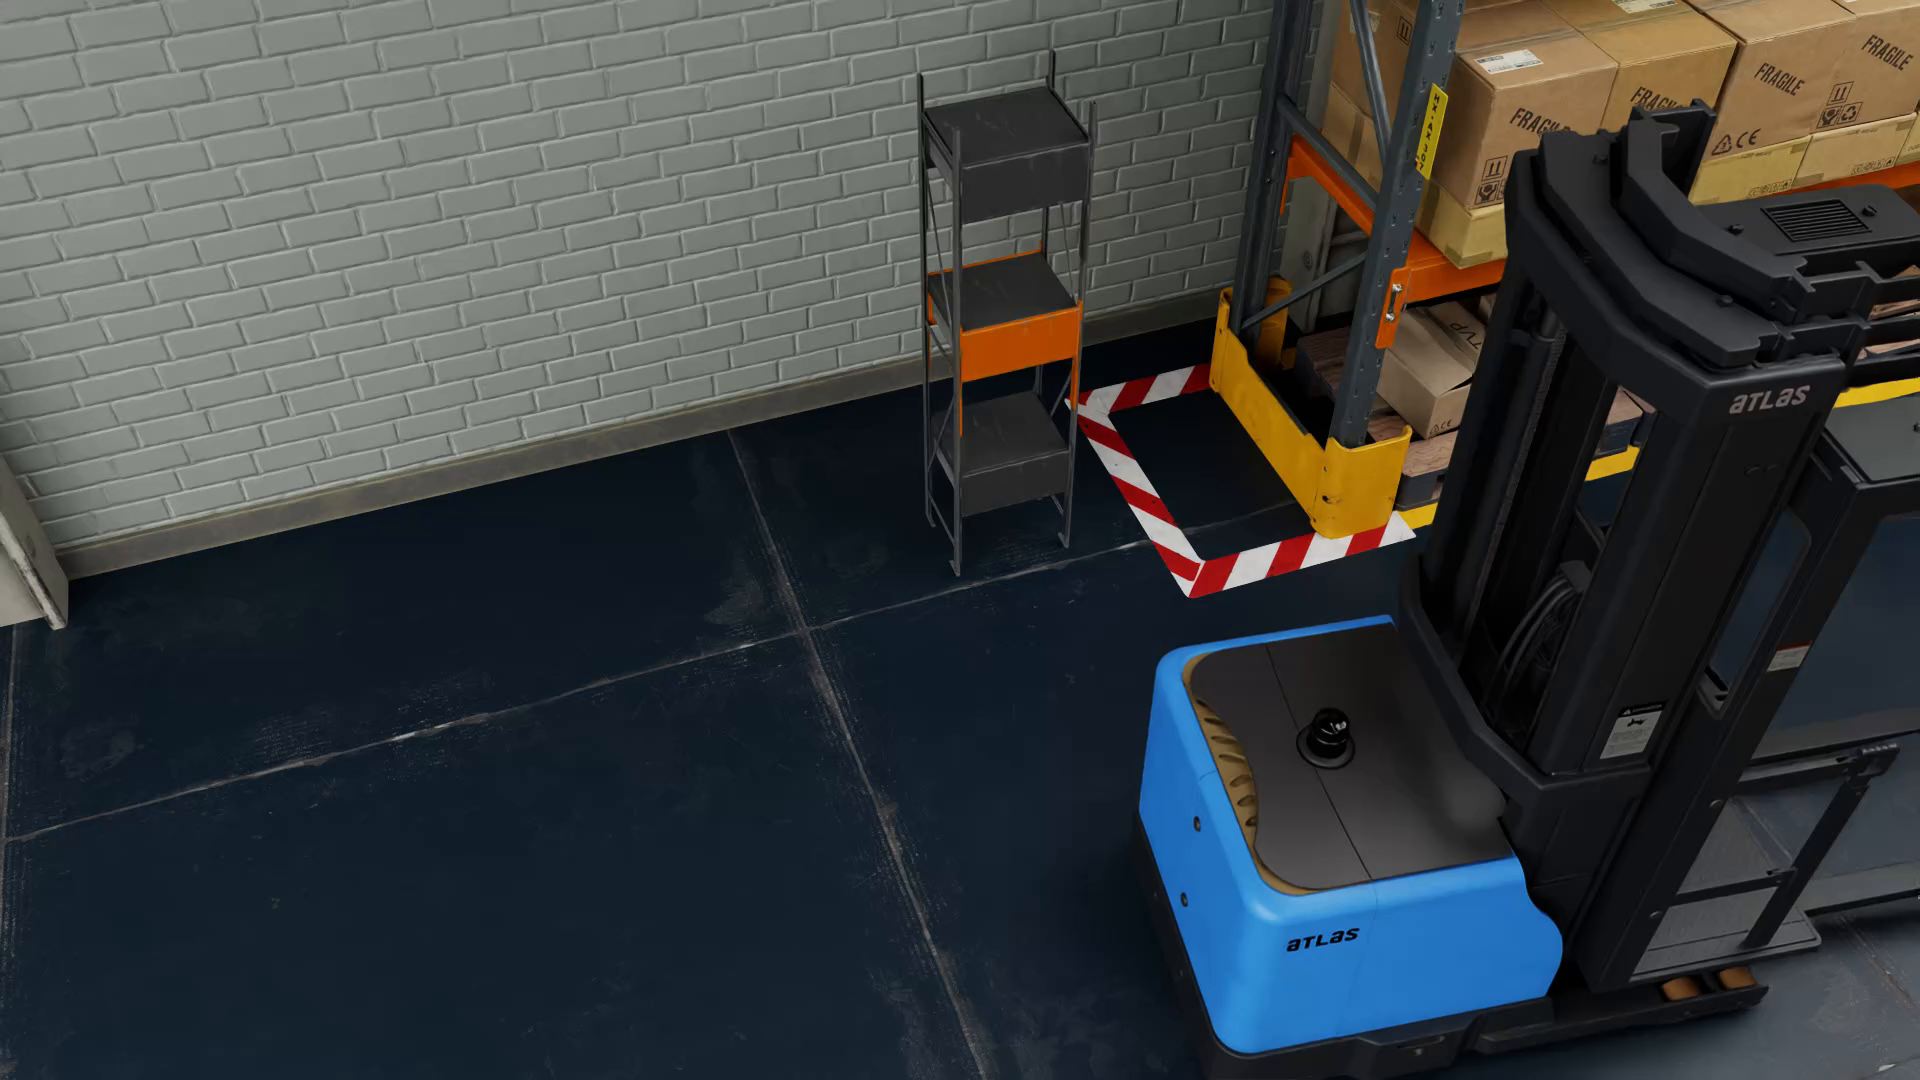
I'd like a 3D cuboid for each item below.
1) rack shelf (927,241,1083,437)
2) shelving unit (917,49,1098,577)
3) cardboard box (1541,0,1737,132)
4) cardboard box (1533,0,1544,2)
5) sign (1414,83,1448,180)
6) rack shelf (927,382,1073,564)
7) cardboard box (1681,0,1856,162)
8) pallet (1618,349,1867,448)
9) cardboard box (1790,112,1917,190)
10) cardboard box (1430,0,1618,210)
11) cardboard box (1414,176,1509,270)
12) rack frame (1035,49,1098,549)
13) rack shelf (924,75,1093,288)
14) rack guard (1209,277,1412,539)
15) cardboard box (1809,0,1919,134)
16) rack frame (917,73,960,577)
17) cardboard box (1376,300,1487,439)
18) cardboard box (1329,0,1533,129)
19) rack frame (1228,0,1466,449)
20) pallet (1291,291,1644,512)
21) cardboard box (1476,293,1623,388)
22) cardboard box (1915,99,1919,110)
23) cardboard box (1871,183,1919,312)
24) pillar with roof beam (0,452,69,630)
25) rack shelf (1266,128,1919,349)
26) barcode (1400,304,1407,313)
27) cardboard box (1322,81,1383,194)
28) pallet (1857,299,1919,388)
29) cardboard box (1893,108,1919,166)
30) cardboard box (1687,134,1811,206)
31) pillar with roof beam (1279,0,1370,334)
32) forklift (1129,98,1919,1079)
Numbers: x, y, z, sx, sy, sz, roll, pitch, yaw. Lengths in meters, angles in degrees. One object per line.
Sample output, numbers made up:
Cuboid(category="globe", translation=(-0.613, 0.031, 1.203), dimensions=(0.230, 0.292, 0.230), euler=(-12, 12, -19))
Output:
Cuboid(category="rack shelf", translation=(0.156, -0.771, 6.365), dimensions=(0.480, 0.518, 0.431), euler=(-14, 47, -14))
Cuboid(category="shelving unit", translation=(0.156, -0.781, 6.355), dimensions=(0.503, 2.100, 0.431), euler=(-14, 47, -14))
Cuboid(category="cardboard box", translation=(2.456, -1.708, 6.206), dimensions=(0.500, 0.500, 0.500), euler=(-14, 47, -14))
Cuboid(category="cardboard box", translation=(2.284, -2.051, 6.548), dimensions=(0.500, 0.500, 0.500), euler=(-14, 47, -13))
Cuboid(category="sign", translation=(1.621, -1.406, 5.732), dimensions=(0.005, 0.325, 0.100), euler=(-14, 47, -14))
Cuboid(category="rack shelf", translation=(0.156, -0.277, 6.861), dimensions=(0.480, 0.518, 0.431), euler=(-14, 47, -14))
Cuboid(category="cardboard box", translation=(2.944, -1.828, 6.326), dimensions=(0.500, 0.500, 0.500), euler=(-16, 47, -15))
Cuboid(category="pallet", translation=(3.430, -0.959, 7.866), dimensions=(1.213, 0.211, 1.003), euler=(-14, 47, -14))
Cuboid(category="cardboard box", translation=(3.444, -1.695, 6.723), dimensions=(0.500, 0.250, 0.500), euler=(-14, 47, -14))
Cuboid(category="cardboard box", translation=(1.988, -1.596, 6.094), dimensions=(0.500, 0.500, 0.500), euler=(-14, 47, -14))
Cuboid(category="cardboard box", translation=(2.003, -1.322, 6.351), dimensions=(0.500, 0.250, 0.500), euler=(-16, 47, -15))
Cuboid(category="rack frame", translation=(0.385, -0.840, 6.414), dimensions=(0.015, 2.100, 0.400), euler=(-14, 47, -14))
Cuboid(category="rack shelf", translation=(0.156, -1.266, 5.869), dimensions=(0.480, 0.518, 0.431), euler=(-14, 47, -14))
Cuboid(category="rack guard", translation=(1.508, -0.598, 7.302), dimensions=(0.348, 0.500, 1.175), euler=(-14, 47, -14))
Cuboid(category="cardboard box", translation=(3.425, -1.960, 6.457), dimensions=(0.500, 0.500, 0.500), euler=(-13, 47, -13))
Cuboid(category="rack frame", translation=(-0.074, -0.722, 6.297), dimensions=(0.015, 2.100, 0.400), euler=(-14, 47, -14))
Cuboid(category="cardboard box", translation=(2.118, -0.775, 7.301), dimensions=(0.500, 0.311, 0.500), euler=(-19, 48, -18))
Cuboid(category="cardboard box", translation=(1.808, -1.936, 6.433), dimensions=(0.500, 0.500, 0.500), euler=(-15, 47, -14))
Cuboid(category="rack frame", translation=(1.437, -1.462, 6.399), dimensions=(0.127, 3.000, 1.000), euler=(-14, 47, -14))
Cuboid(category="pallet", translation=(2.284, -0.668, 7.576), dimensions=(1.213, 0.211, 1.003), euler=(-14, 47, -14))
Cuboid(category="cardboard box", translation=(2.654, -0.912, 7.438), dimensions=(0.500, 0.311, 0.500), euler=(-11, 46, -11))
Cuboid(category="cardboard box", translation=(3.914, -2.086, 6.582), dimensions=(0.500, 0.500, 0.500), euler=(-16, 47, -15))
Cuboid(category="cardboard box", translation=(4.236, -1.421, 7.812), dimensions=(0.500, 0.500, 0.500), euler=(-18, 48, -17))
Cuboid(category="pillar with roof beam", translation=(-2.381, -0.014, 0.720), dimensions=(0.400, 9.000, 9.100), euler=(-14, 47, -14))
Cuboid(category="rack shelf", translation=(3.318, -1.689, 7.133), dimensions=(4.000, 0.370, 1.077), euler=(-14, 47, -14))
Cuboid(category="barcode", translation=(1.999, -1.049, 7.568), dimensions=(0.075, 0.075, 0.001), euler=(-14, 47, -14))
Cuboid(category="cardboard box", translation=(1.810, -1.658, 6.686), dimensions=(0.500, 0.250, 0.500), euler=(-14, 47, -13))
Cuboid(category="pallet", translation=(4.579, -1.255, 8.161), dimensions=(1.213, 0.211, 1.003), euler=(-14, 47, -14))
Cuboid(category="cardboard box", translation=(3.917, -1.817, 6.844), dimensions=(0.500, 0.250, 0.500), euler=(-15, 47, -14))
Cuboid(category="cardboard box", translation=(2.968, -1.575, 6.603), dimensions=(0.500, 0.250, 0.500), euler=(-15, 47, -14))
Cuboid(category="pillar with roof beam", translation=(3.263, -1.457, 2.158), dimensions=(0.400, 9.000, 9.100), euler=(-14, 47, -14))
Cuboid(category="forklift", translation=(2.169, 0.192, 4.799), dimensions=(3.031, 2.935, 1.130), euler=(-8, 46, -8))
